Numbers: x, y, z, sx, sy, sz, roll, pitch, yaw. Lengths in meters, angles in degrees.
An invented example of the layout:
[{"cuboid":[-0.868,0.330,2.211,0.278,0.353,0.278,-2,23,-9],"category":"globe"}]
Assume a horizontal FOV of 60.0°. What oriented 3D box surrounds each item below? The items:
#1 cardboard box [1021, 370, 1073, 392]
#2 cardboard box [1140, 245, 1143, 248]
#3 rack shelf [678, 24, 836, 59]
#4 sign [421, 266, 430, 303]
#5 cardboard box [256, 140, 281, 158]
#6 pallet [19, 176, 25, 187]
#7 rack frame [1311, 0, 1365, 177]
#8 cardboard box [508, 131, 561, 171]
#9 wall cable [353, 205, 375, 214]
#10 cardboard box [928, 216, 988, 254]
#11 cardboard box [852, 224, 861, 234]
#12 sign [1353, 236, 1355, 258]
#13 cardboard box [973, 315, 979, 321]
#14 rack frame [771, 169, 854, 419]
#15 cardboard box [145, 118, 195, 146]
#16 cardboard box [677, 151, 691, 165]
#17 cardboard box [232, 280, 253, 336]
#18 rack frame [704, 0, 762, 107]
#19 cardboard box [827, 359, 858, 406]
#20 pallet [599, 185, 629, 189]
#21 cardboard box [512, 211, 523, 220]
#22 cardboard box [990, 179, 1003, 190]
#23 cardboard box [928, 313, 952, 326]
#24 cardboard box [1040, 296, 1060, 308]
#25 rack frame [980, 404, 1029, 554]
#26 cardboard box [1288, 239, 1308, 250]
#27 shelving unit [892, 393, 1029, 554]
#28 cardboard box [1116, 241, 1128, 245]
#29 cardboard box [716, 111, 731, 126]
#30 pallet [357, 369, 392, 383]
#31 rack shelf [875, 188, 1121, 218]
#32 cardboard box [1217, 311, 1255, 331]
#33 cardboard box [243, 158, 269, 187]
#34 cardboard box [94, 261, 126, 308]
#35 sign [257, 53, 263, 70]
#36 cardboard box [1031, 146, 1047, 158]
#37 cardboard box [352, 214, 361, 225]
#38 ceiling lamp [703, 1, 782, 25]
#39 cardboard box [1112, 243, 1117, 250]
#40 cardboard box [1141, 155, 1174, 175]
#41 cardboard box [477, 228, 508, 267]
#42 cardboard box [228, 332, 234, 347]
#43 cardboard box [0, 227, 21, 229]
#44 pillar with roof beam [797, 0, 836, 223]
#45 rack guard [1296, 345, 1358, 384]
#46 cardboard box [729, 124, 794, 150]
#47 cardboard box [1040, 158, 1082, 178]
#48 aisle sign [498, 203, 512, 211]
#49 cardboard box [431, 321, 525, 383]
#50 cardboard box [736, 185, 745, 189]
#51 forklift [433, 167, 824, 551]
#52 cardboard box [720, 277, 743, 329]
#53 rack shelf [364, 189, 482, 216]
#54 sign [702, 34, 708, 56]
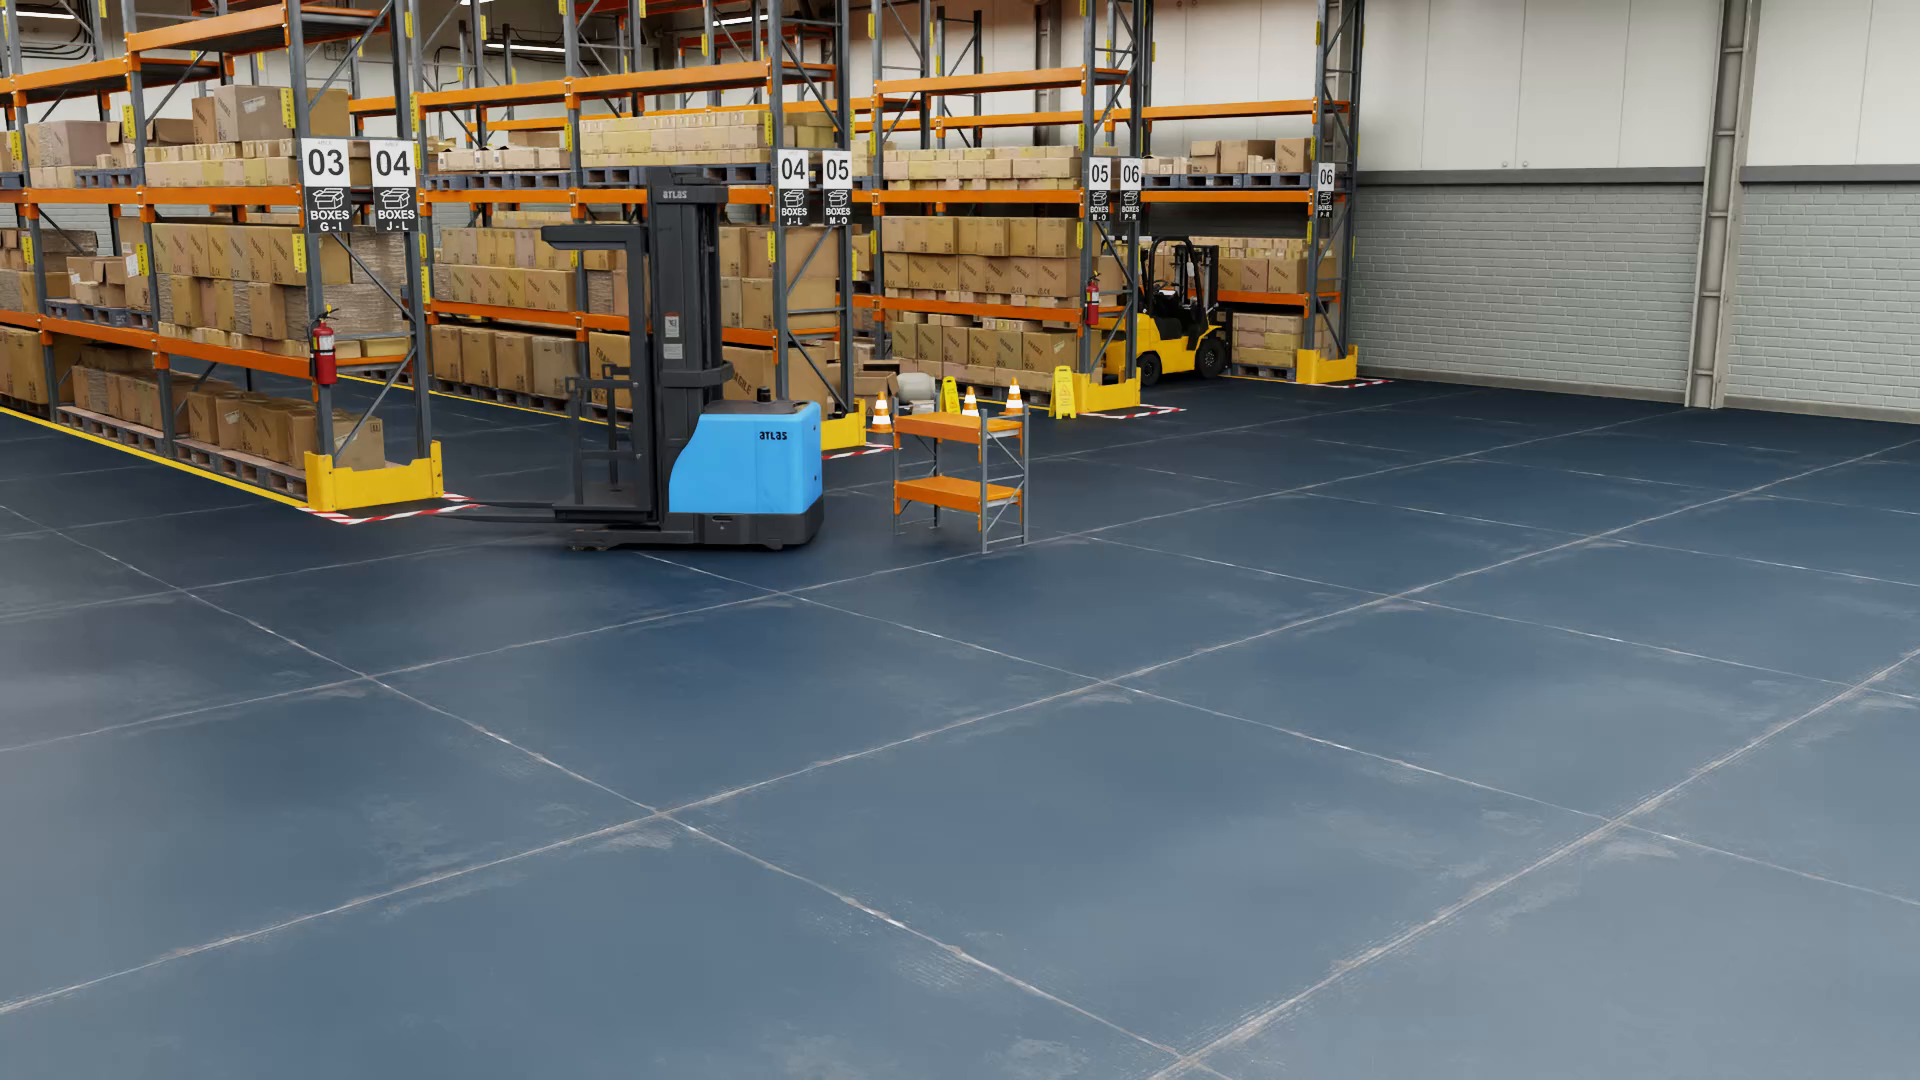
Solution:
[{"cuboid":[1.157,-2.131,22.097,0.500,0.250,0.500,-11,16,-43],"category":"cardboard box"},{"cuboid":[2.962,-4.710,26.986,0.380,0.149,0.250,-10,16,-41],"category":"cardboard box"},{"cuboid":[-4.154,-10.138,33.863,1.077,0.370,4.000,-11,16,-43],"category":"rack shelf"},{"cuboid":[-4.848,-2.307,15.031,0.100,0.325,0.005,-11,16,-43],"category":"sign"},{"cuboid":[-6.021,-3.474,14.792,0.250,0.149,0.380,11,16,43],"category":"cardboard box"},{"cuboid":[-12.023,-4.601,21.345,1.003,0.211,1.213,-10,15,-40],"category":"pallet"},{"cuboid":[5.514,-6.819,24.209,1.000,3.000,0.127,-11,16,-43],"category":"rack frame"},{"cuboid":[-5.705,-5.210,22.294,0.500,0.500,0.500,-11,16,-43],"category":"cardboard box"},{"cuboid":[-13.033,-6.856,36.661,0.585,1.953,0.123,-11,16,-43],"category":"wall cable"},{"cuboid":[-0.024,-4.208,22.938,0.700,0.500,0.500,-11,16,-44],"category":"cardboard box"},{"cuboid":[-1.729,-4.752,25.412,0.380,0.149,0.250,-10,15,-39],"category":"cardboard box"},{"cuboid":[5.920,-4.420,25.090,0.100,0.325,0.005,-11,16,-43],"category":"sign"},{"cuboid":[0.410,-3.998,30.227,0.875,0.625,0.625,-10,15,-41],"category":"cardboard box"},{"cuboid":[-1.584,-2.484,18.034,1.000,3.000,0.127,-11,16,-43],"category":"rack frame"},{"cuboid":[-8.256,-4.199,17.629,0.637,0.503,0.797,11,16,42],"category":"cardboard box"},{"cuboid":[-2.935,-4.271,18.611,0.380,0.149,0.250,-11,16,-42],"category":"cardboard box"},{"cuboid":[-6.347,-2.222,15.776,0.875,0.500,0.500,-11,16,-43],"category":"cardboard box"},{"cuboid":[-3.598,-7.294,26.516,1.000,3.000,0.127,-11,16,-43],"category":"rack frame"},{"cuboid":[-1.769,-2.071,21.881,0.797,0.637,0.503,-11,16,-43],"category":"cardboard box"},{"cuboid":[-5.691,-6.188,29.055,1.217,0.209,0.805,11,16,43],"category":"pallet"},{"cuboid":[-8.192,-6.098,31.244,0.380,0.149,0.250,-11,16,-42],"category":"cardboard box"},{"cuboid":[0.614,-4.738,22.166,0.250,0.149,0.380,11,16,44],"category":"cardboard box"},{"cuboid":[-0.224,-3.091,23.289,0.380,0.149,0.250,-10,15,-40],"category":"cardboard box"},{"cuboid":[1.259,-3.112,21.704,0.380,0.149,0.250,-11,16,-43],"category":"cardboard box"},{"cuboid":[0.346,-0.478,12.943,0.500,1.125,0.032,-11,16,-43],"category":"rack frame"},{"cuboid":[5.114,-4.416,24.820,0.380,0.149,0.250,-11,16,-42],"category":"cardboard box"},{"cuboid":[-0.005,-0.552,13.303,0.538,1.125,1.048,-11,16,-43],"category":"shelving unit"},{"cuboid":[2.757,-4.889,27.115,0.380,0.149,0.250,-10,16,-41],"category":"cardboard box"},{"cuboid":[-2.410,-4.551,17.993,0.380,0.149,0.250,-11,16,-42],"category":"cardboard box"},{"cuboid":[-8.485,-2.578,25.401,1.003,0.211,1.213,-11,16,-43],"category":"pallet"},{"cuboid":[0.546,-4.597,22.641,1.077,0.370,4.000,-11,16,-43],"category":"rack shelf"},{"cuboid":[4.258,-3.399,25.772,0.500,0.250,0.500,-11,16,-42],"category":"cardboard box"},{"cuboid":[-6.104,-3.311,14.985,0.500,0.250,0.500,-11,16,-42],"category":"cardboard box"},{"cuboid":[-9.267,-2.888,18.697,0.797,0.503,0.637,-9,15,-37],"category":"cardboard box"},{"cuboid":[-12.217,-8.367,29.014,0.100,0.325,0.005,-11,16,-43],"category":"sign"},{"cuboid":[1.140,-5.011,21.513,0.380,0.149,0.250,-11,16,-43],"category":"cardboard box"},{"cuboid":[-10.006,-5.019,26.878,0.500,0.500,0.500,-10,16,-41],"category":"cardboard box"},{"cuboid":[-3.783,-11.001,30.040,0.800,3.185,2.000,-11,16,-43],"category":"ceiling lamp"},{"cuboid":[2.664,-4.912,27.966,0.380,0.149,0.250,-11,16,-44],"category":"cardboard box"},{"cuboid":[3.150,-5.989,26.547,0.500,0.311,0.500,-10,16,-41],"category":"cardboard box"},{"cuboid":[-6.099,-3.975,22.546,0.700,0.500,0.500,-11,16,-43],"category":"cardboard box"},{"cuboid":[-6.821,-1.948,16.054,0.380,0.149,0.250,-11,16,-43],"category":"cardboard box"},{"cuboid":[-13.081,-4.007,22.693,0.637,0.503,0.797,11,16,44],"category":"cardboard box"},{"cuboid":[-5.715,-8.198,30.900,9.100,9.000,0.548,-11,16,-43],"category":"pillar with roof beam"},{"cuboid":[5.531,-2.653,25.049,1.175,0.500,0.348,-11,16,-43],"category":"rack guard"},{"cuboid":[-2.124,-4.312,17.822,0.500,0.250,0.500,-11,16,-42],"category":"cardboard box"},{"cuboid":[1.378,-4.767,21.317,0.500,0.250,0.500,-11,16,-43],"category":"cardboard box"},{"cuboid":[-8.948,-6.851,32.786,0.394,0.787,0.004,-11,16,-43],"category":"aisle sign"},{"cuboid":[-6.753,-2.654,23.394,1.050,0.750,0.750,-11,16,-43],"category":"cardboard box"},{"cuboid":[-3.327,-5.652,26.313,0.396,0.266,0.258,-11,16,-43],"category":"cardboard box"},{"cuboid":[-2.670,-1.457,13.218,3.031,2.935,1.130,1,12,4],"category":"forklift"},{"cuboid":[-2.268,-2.682,18.626,0.875,0.550,0.550,-11,16,-43],"category":"cardboard box"},{"cuboid":[-8.489,-5.060,24.888,1.077,0.370,4.000,-11,16,-43],"category":"rack shelf"},{"cuboid":[-3.997,-7.752,26.028,0.100,0.325,0.005,-11,16,-43],"category":"sign"}]
